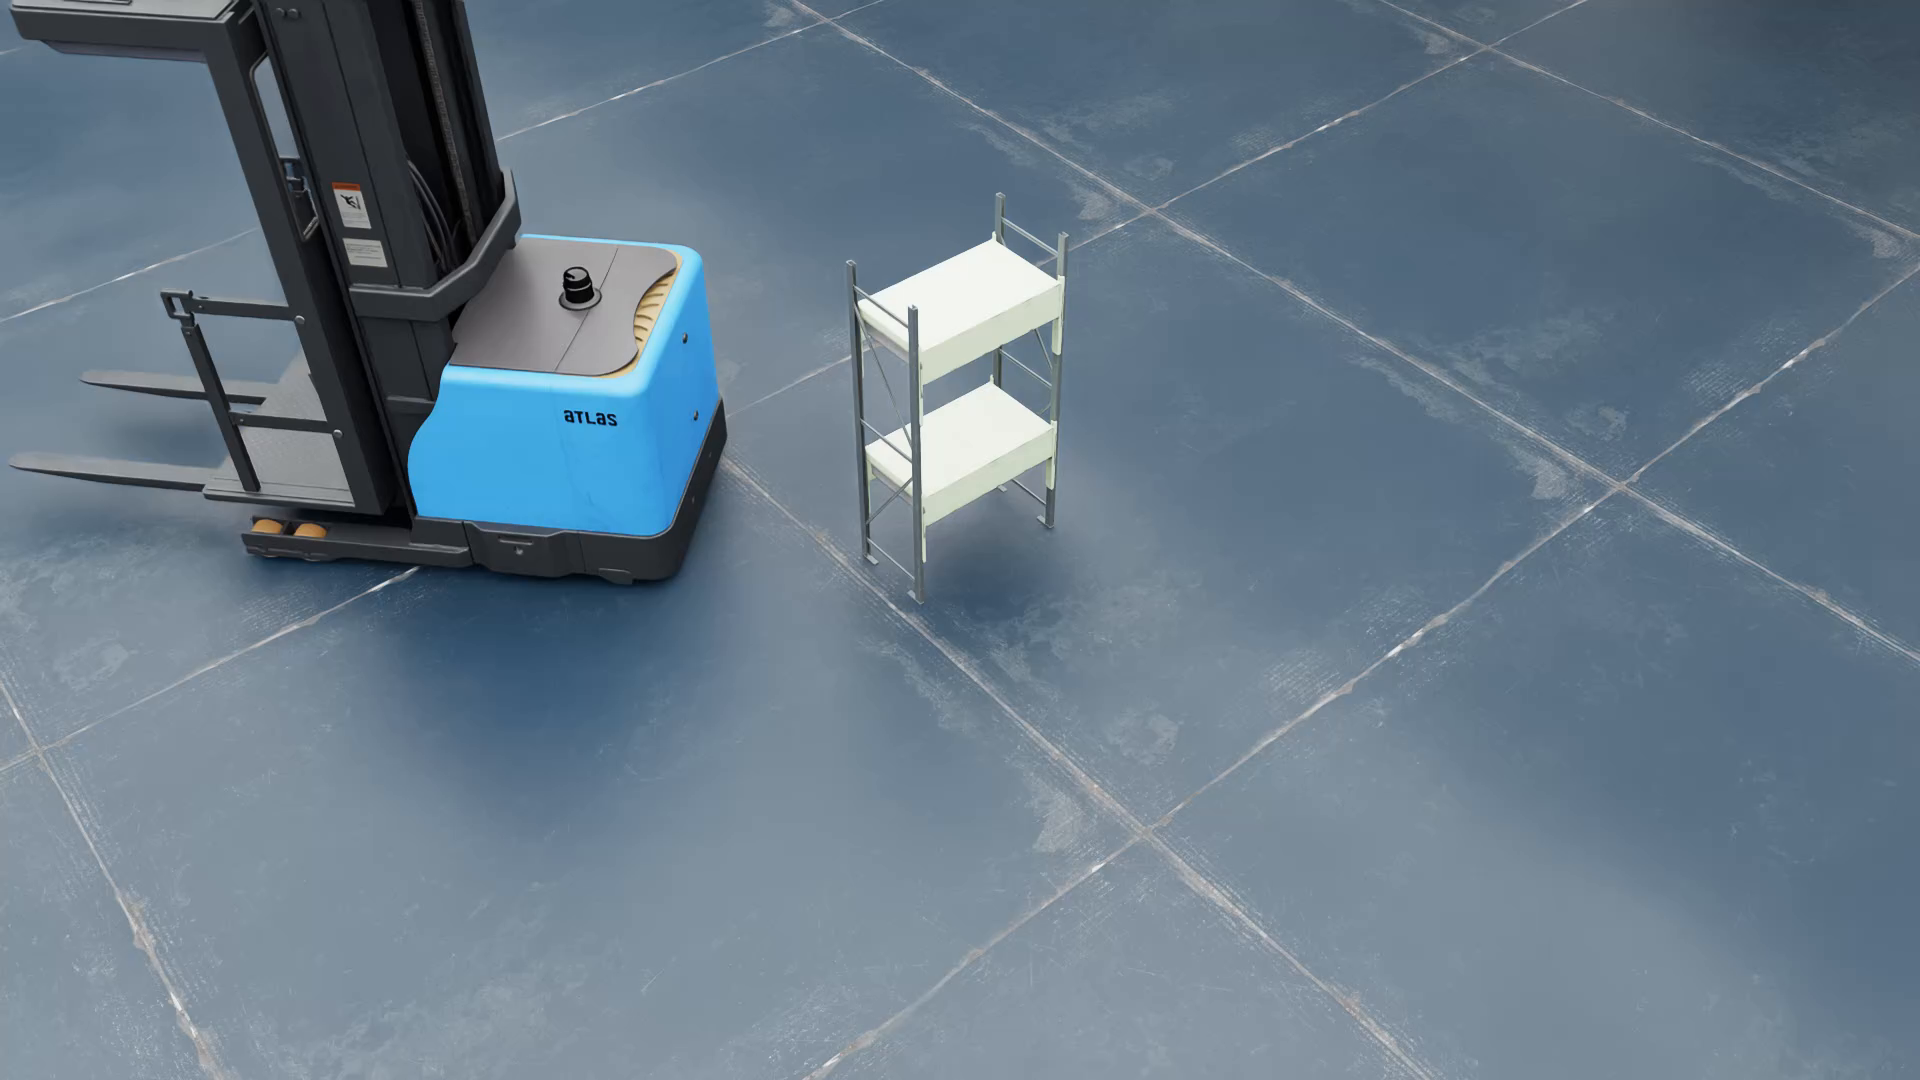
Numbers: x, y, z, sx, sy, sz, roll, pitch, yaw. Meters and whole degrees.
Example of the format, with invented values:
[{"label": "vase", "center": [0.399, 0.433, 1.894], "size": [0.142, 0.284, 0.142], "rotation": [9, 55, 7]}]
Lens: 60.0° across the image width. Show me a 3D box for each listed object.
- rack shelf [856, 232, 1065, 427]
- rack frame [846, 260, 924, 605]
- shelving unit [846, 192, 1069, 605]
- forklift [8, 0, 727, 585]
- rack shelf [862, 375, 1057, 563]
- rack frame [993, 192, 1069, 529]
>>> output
[{"label": "rack shelf", "center": [-0.005, -0.828, 6.466], "size": [0.720, 0.370, 0.431], "rotation": [-30, 51, -28]}, {"label": "rack frame", "center": [-0.286, -0.383, 6.562], "size": [0.023, 1.500, 0.400], "rotation": [-30, 51, -28]}, {"label": "shelving unit", "center": [-0.005, -0.544, 6.733], "size": [0.755, 1.500, 0.431], "rotation": [-30, 51, -28]}, {"label": "forklift", "center": [-2.628, -1.330, 6.525], "size": [3.031, 2.935, 1.130], "rotation": [5, 43, 5]}, {"label": "rack shelf", "center": [-0.005, -0.306, 6.957], "size": [0.720, 0.370, 0.431], "rotation": [-30, 51, -28]}, {"label": "rack frame", "center": [0.276, -0.705, 6.905], "size": [0.023, 1.500, 0.400], "rotation": [-30, 51, -28]}]
